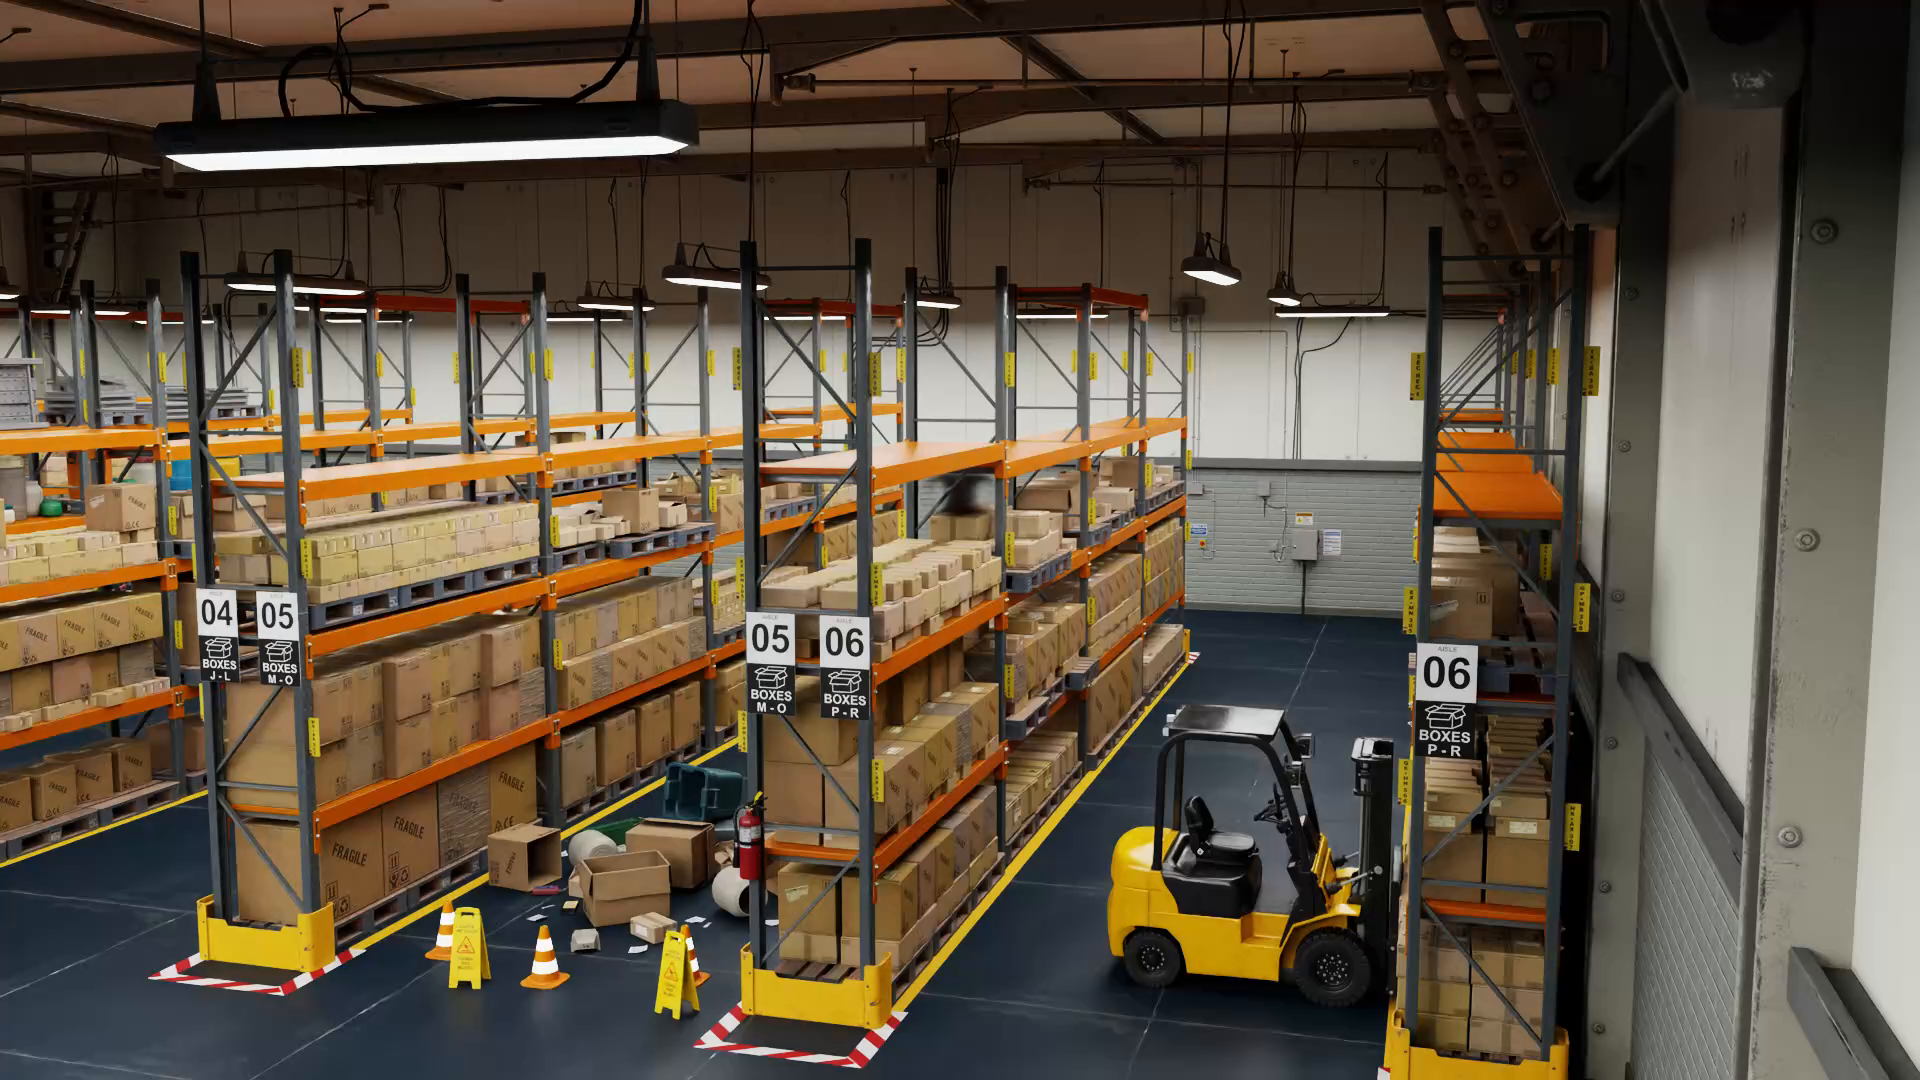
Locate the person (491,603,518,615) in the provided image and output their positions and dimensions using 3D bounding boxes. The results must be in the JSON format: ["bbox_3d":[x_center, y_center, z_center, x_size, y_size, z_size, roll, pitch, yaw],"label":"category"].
[{"bbox_3d":[-6.406,1.607,23.874,0.586,1.778,0.590,3,7,23],"label":"person"}]
